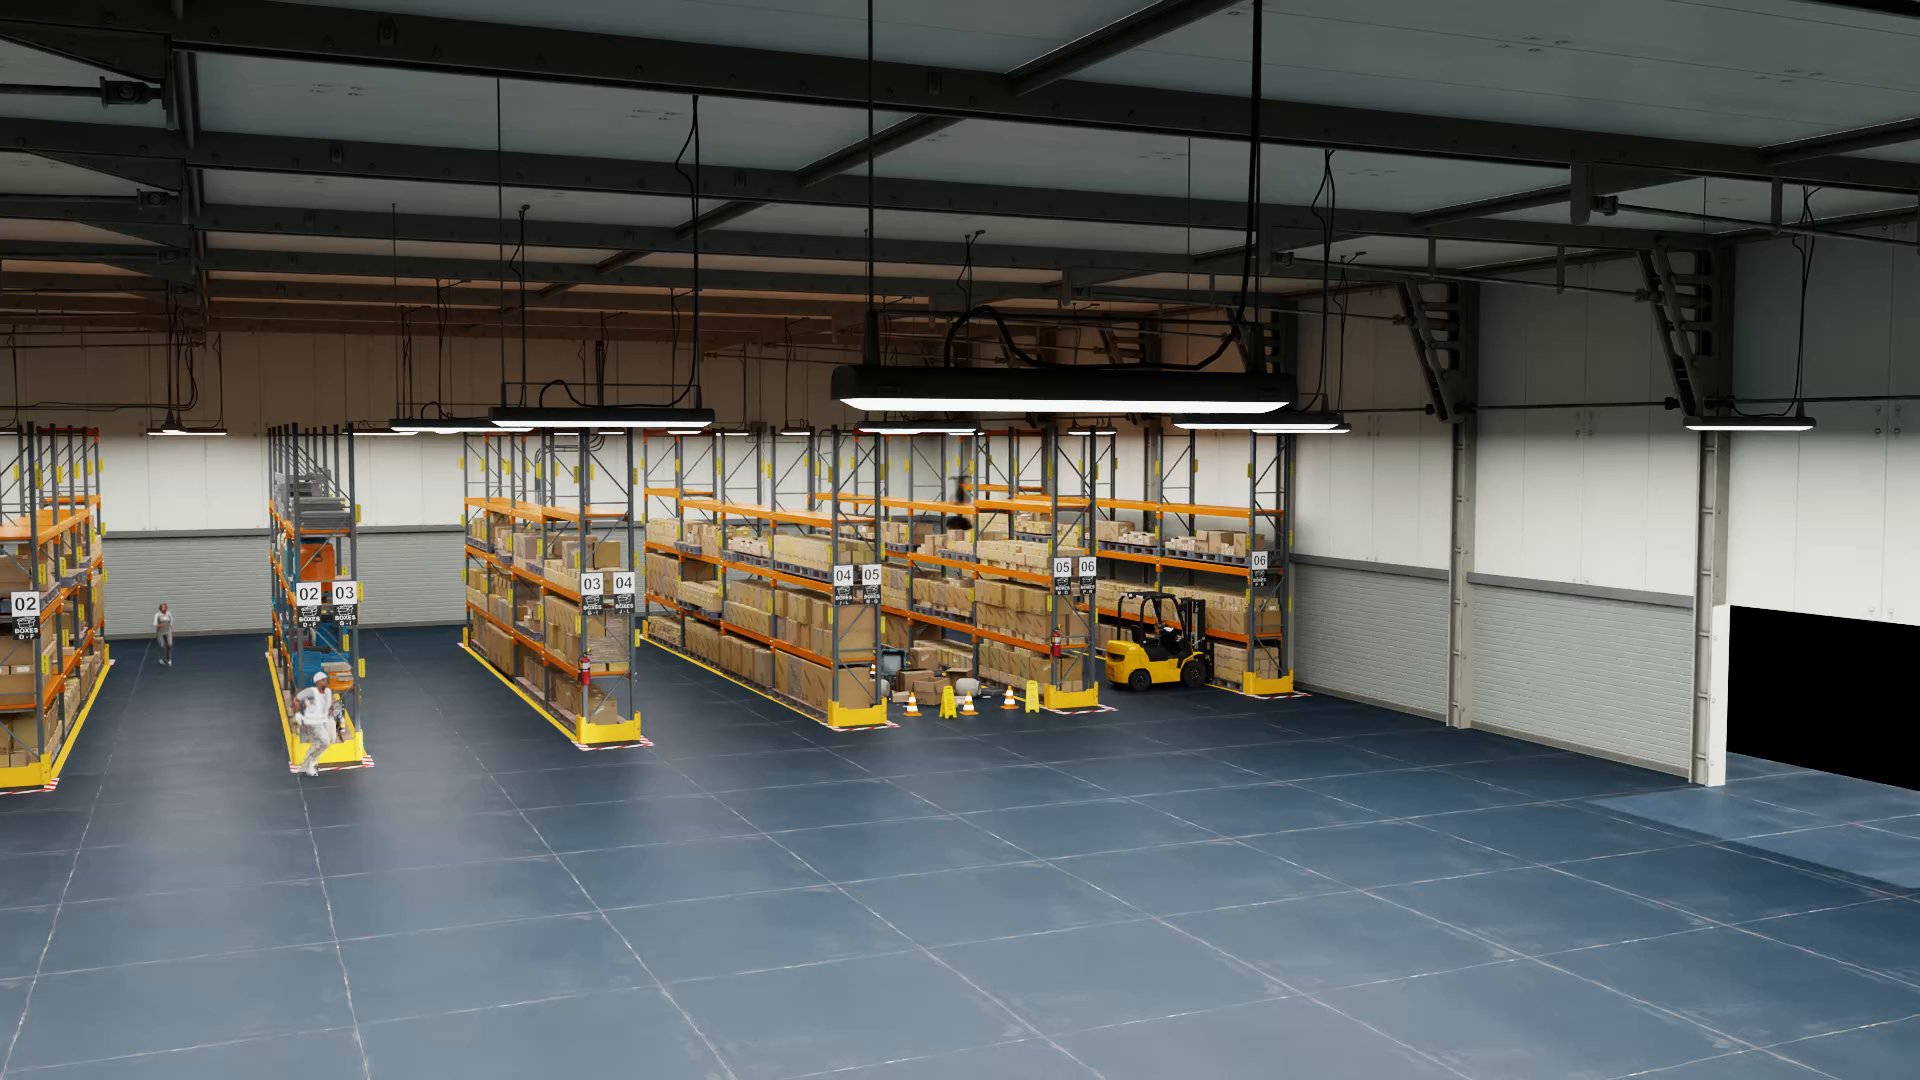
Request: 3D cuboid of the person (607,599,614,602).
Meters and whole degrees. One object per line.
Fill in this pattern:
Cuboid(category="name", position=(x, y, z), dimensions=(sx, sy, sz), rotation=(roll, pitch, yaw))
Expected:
Cuboid(category="person", position=(-9.687, 2.028, 46.196), dimensions=(0.650, 1.754, 0.876), rotation=(-2, 4, -29))

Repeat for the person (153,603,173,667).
Cuboid(category="person", position=(-20.001, 2.395, 41.786), dimensions=(0.461, 1.597, 0.732), rotation=(-2, 4, -35))

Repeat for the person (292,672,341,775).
Cuboid(category="person", position=(-10.860, 3.110, 28.179), dimensions=(0.737, 1.744, 0.686), rotation=(1, 4, 15))

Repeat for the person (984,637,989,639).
Cuboid(category="person", position=(0.835, 2.173, 44.349), dimensions=(0.620, 1.725, 0.856), rotation=(-2, 4, -25))
